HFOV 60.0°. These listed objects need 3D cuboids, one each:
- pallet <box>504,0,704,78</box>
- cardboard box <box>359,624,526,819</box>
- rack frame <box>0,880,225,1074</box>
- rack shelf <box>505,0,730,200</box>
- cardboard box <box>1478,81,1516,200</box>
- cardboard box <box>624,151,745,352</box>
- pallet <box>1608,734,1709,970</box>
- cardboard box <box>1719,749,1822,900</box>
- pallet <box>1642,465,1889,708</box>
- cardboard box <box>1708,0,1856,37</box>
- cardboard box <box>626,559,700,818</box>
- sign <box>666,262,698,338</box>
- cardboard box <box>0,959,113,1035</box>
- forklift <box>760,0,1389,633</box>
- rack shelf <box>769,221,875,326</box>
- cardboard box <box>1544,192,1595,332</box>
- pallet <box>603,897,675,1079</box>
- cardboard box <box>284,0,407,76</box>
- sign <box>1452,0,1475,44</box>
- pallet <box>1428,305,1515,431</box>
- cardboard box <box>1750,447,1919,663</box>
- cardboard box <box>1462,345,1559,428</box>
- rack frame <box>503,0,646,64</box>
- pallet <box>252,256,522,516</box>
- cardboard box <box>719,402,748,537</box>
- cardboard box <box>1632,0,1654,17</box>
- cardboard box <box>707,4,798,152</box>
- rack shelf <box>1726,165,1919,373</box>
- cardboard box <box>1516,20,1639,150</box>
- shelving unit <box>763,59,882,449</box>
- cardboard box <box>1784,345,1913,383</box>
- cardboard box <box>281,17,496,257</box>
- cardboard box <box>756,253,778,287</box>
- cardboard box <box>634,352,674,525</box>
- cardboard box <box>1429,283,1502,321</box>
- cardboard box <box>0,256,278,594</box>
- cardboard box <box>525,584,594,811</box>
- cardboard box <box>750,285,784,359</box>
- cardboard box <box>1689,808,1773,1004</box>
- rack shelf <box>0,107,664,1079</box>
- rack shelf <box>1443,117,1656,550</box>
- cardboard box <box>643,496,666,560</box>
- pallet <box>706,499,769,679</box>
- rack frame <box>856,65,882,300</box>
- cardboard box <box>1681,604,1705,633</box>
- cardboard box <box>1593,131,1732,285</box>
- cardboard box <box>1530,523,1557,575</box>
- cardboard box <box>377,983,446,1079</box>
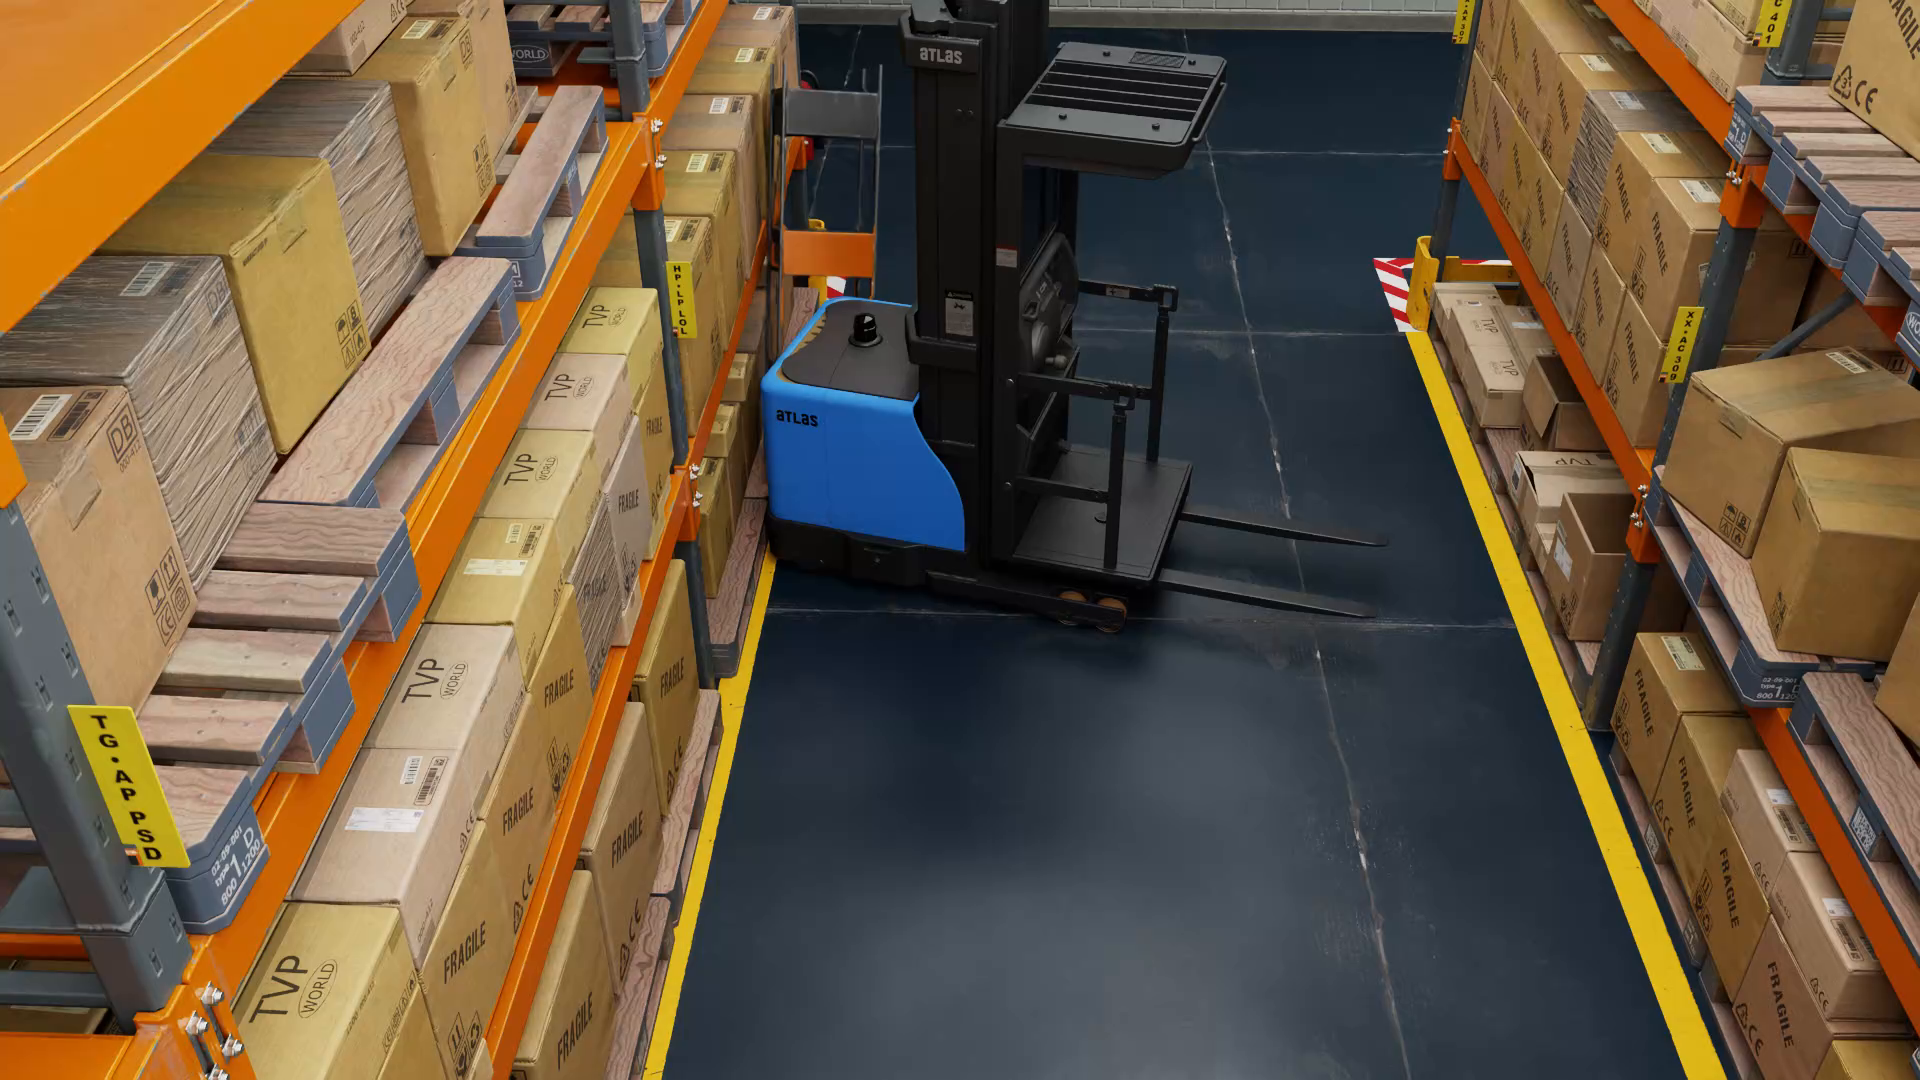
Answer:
[{"bbox_3d":[-1.586,-2.160,6.628,1.003,0.211,1.213,1,35,2],"label":"pallet"},{"bbox_3d":[-1.477,0.471,4.402,0.500,0.250,0.500,2,35,2],"label":"cardboard box"},{"bbox_3d":[-1.790,1.799,3.527,1.000,3.000,0.127,1,35,2],"label":"rack frame"},{"bbox_3d":[-1.549,-2.581,7.776,1.077,0.370,4.000,1,35,2],"label":"rack shelf"},{"bbox_3d":[3.185,-2.180,9.102,0.500,0.500,0.500,1,35,1],"label":"cardboard box"},{"bbox_3d":[-1.556,-1.352,7.750,0.980,0.700,0.700,0,35,1],"label":"cardboard box"},{"bbox_3d":[3.326,1.222,6.773,1.003,0.211,1.213,1,35,2],"label":"pallet"},{"bbox_3d":[3.018,0.996,5.809,0.500,0.250,0.500,1,35,2],"label":"cardboard box"},{"bbox_3d":[3.180,0.148,6.043,1.003,0.211,1.213,1,35,2],"label":"pallet"},{"bbox_3d":[3.069,-2.043,6.081,0.500,0.250,0.500,1,35,2],"label":"cardboard box"},{"bbox_3d":[-1.525,0.585,6.759,0.750,0.750,0.750,2,35,2],"label":"cardboard box"},{"bbox_3d":[-1.086,-0.933,6.477,0.100,0.325,0.005,1,35,2],"label":"sign"},{"bbox_3d":[-2.031,1.055,3.571,0.500,0.250,0.500,2,35,3],"label":"cardboard box"},{"bbox_3d":[0.602,-1.093,7.702,3.031,2.935,1.130,10,36,14],"label":"forklift"},{"bbox_3d":[-0.734,-1.399,8.738,0.480,0.518,0.431,-1,13,-16],"label":"rack shelf"},{"bbox_3d":[3.122,-1.312,7.867,0.500,0.500,0.500,2,35,3],"label":"cardboard box"},{"bbox_3d":[-1.631,1.790,5.966,1.003,0.211,1.213,1,35,2],"label":"pallet"},{"bbox_3d":[-1.803,-1.434,4.397,0.500,0.250,0.500,0,35,0],"label":"cardboard box"},{"bbox_3d":[2.939,-3.051,9.676,0.100,0.325,0.005,1,35,2],"label":"sign"},{"bbox_3d":[3.447,-1.042,9.995,1.003,0.211,1.213,1,35,2],"label":"pallet"},{"bbox_3d":[3.114,0.064,5.544,0.700,0.500,0.500,7,36,9],"label":"cardboard box"},{"bbox_3d":[3.136,-0.859,9.319,0.500,0.250,0.500,1,35,2],"label":"cardboard box"},{"bbox_3d":[-1.629,-2.953,5.072,1.000,3.000,0.127,1,35,2],"label":"rack frame"},{"bbox_3d":[-1.775,-0.365,4.161,1.003,0.211,1.213,3,35,4],"label":"pallet"},{"bbox_3d":[-1.473,-0.364,8.414,0.700,0.500,0.500,1,35,1],"label":"cardboard box"},{"bbox_3d":[3.117,-2.413,7.042,0.500,0.250,0.500,1,35,2],"label":"cardboard box"},{"bbox_3d":[-1.479,-2.627,9.563,0.980,0.700,0.700,3,35,4],"label":"cardboard box"},{"bbox_3d":[3.241,-0.171,4.347,1.077,0.370,4.000,1,35,2],"label":"rack shelf"},{"bbox_3d":[3.162,-2.298,8.400,0.500,0.500,0.500,2,35,3],"label":"cardboard box"},{"bbox_3d":[-0.734,-1.412,8.735,0.503,2.100,0.431,-1,13,-16],"label":"shelving unit"},{"bbox_3d":[3.614,-0.714,7.016,0.500,0.500,0.500,2,35,3],"label":"cardboard box"},{"bbox_3d":[-1.732,-1.123,4.606,0.700,0.500,0.500,1,35,1],"label":"cardboard box"},{"bbox_3d":[-1.229,-1.582,9.583,0.380,0.149,0.250,2,35,3],"label":"cardboard box"},{"bbox_3d":[-1.396,-0.399,6.291,0.500,0.500,0.500,1,35,1],"label":"cardboard box"},{"bbox_3d":[3.121,-1.466,10.269,0.380,0.149,0.250,1,35,2],"label":"cardboard box"},{"bbox_3d":[-1.859,-0.235,3.342,0.700,0.500,0.500,0,35,-1],"label":"cardboard box"},{"bbox_3d":[-1.450,0.470,5.055,0.500,0.500,0.500,2,35,3],"label":"cardboard box"},{"bbox_3d":[-1.417,-1.254,9.680,0.700,0.500,0.500,1,35,2],"label":"cardboard box"},{"bbox_3d":[3.020,1.322,5.997,0.500,0.500,0.500,2,35,2],"label":"cardboard box"},{"bbox_3d":[-1.709,-0.283,4.506,1.077,0.370,4.000,1,35,2],"label":"rack shelf"},{"bbox_3d":[3.401,-1.241,8.479,1.077,0.370,4.000,1,35,2],"label":"rack shelf"},{"bbox_3d":[-1.346,-0.058,6.371,0.380,0.149,0.250,2,35,3],"label":"cardboard box"},{"bbox_3d":[-1.520,0.207,8.218,1.003,0.211,1.213,1,35,2],"label":"pallet"},{"bbox_3d":[-0.499,-1.417,8.803,0.015,2.100,0.400,-1,13,-16],"label":"rack frame"},{"bbox_3d":[3.554,0.297,7.620,0.500,0.311,0.500,1,35,2],"label":"cardboard box"},{"bbox_3d":[3.100,-1.428,7.162,0.500,0.500,0.500,1,35,1],"label":"cardboard box"},{"bbox_3d":[3.015,0.049,8.114,0.380,0.149,0.250,1,35,2],"label":"cardboard box"},{"bbox_3d":[-1.514,1.355,3.796,0.500,0.500,0.500,2,35,3],"label":"cardboard box"}]
